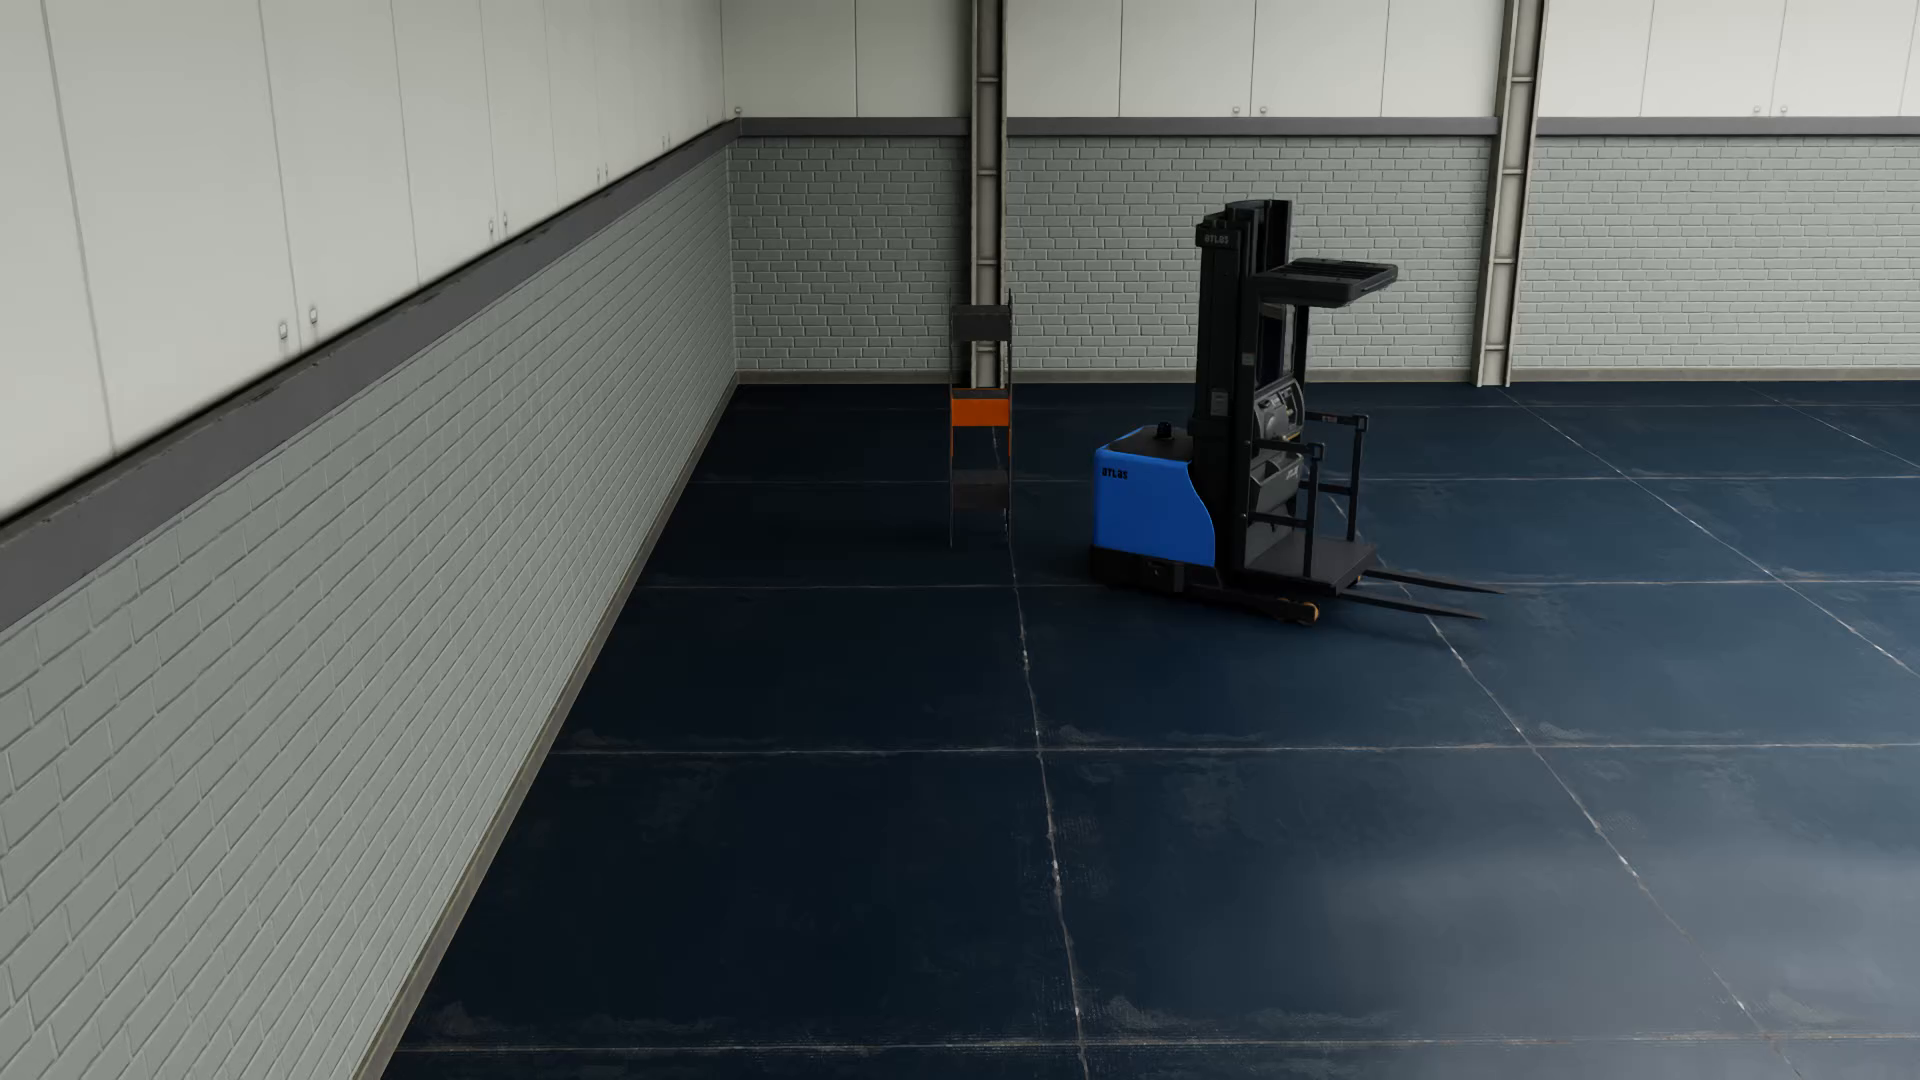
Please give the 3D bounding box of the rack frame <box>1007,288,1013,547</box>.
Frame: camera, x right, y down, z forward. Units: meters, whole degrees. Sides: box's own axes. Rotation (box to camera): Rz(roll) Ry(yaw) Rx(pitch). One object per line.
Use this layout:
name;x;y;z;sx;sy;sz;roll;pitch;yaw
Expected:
rack frame;0.409;-1.002;13.733;0.015;2.100;0.400;0;18;-1

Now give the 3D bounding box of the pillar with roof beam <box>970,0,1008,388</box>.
pillar with roof beam;0.391;-4.807;14.300;0.400;9.000;9.100;0;18;-1

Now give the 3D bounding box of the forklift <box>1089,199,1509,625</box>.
forklift;2.541;-0.960;12.242;3.031;2.935;1.130;10;20;29

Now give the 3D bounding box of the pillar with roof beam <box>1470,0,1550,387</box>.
pillar with roof beam;6.390;-4.836;14.390;0.400;9.000;9.100;0;18;-1

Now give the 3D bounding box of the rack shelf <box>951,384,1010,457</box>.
rack shelf;0.166;-0.988;13.733;0.480;0.518;0.431;0;18;-1

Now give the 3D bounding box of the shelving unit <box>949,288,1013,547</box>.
shelving unit;0.166;-1.001;13.729;0.503;2.100;0.431;0;18;-1

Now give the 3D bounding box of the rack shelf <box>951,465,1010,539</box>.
rack shelf;0.166;-0.321;13.947;0.480;0.518;0.431;0;18;-1

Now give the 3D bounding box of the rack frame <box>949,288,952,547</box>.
rack frame;-0.078;-0.999;13.726;0.015;2.100;0.400;0;18;-1

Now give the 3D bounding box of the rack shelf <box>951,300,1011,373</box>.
rack shelf;0.165;-1.654;13.520;0.480;0.518;0.431;0;18;-1
